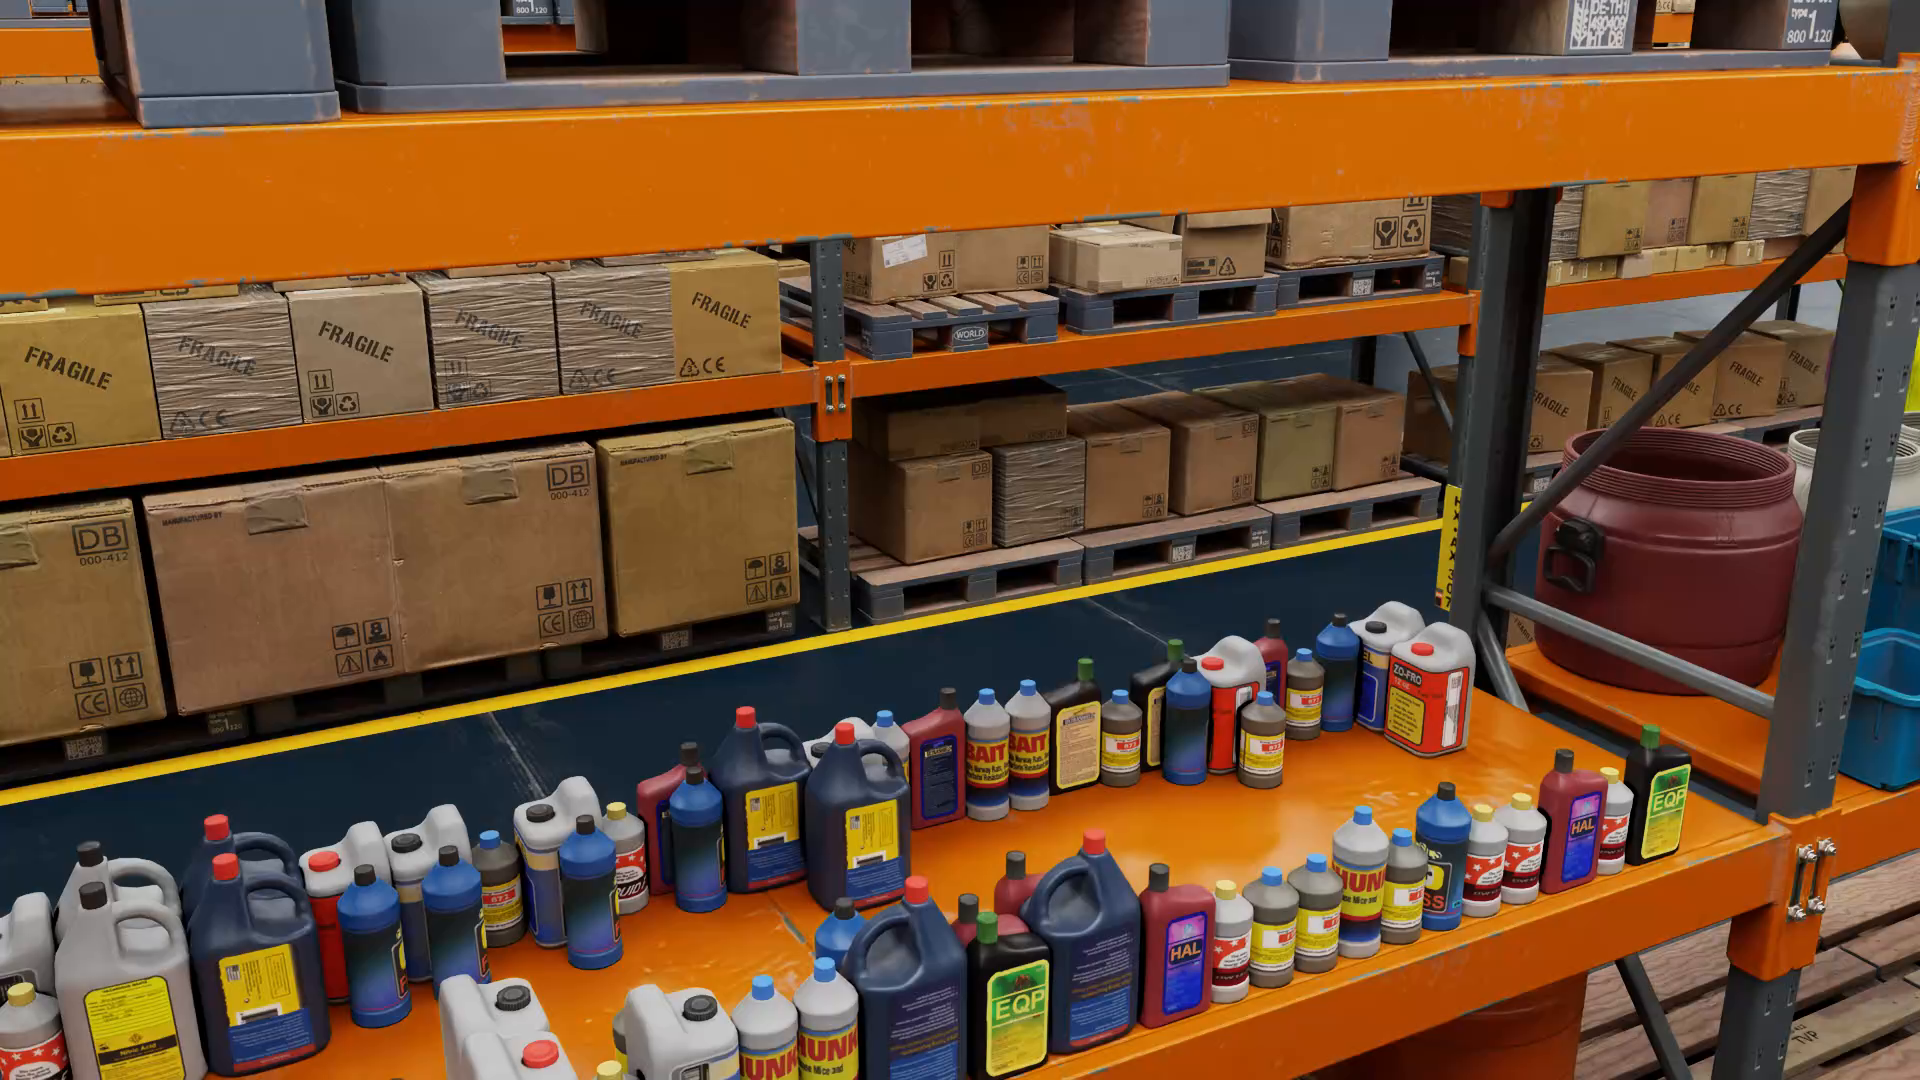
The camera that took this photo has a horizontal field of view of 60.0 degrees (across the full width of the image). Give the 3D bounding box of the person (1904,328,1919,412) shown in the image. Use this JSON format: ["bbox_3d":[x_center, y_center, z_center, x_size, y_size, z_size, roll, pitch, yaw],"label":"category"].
[{"bbox_3d":[4.524,-0.387,7.698,0.757,1.797,0.586,-6,19,-18],"label":"person"}]
